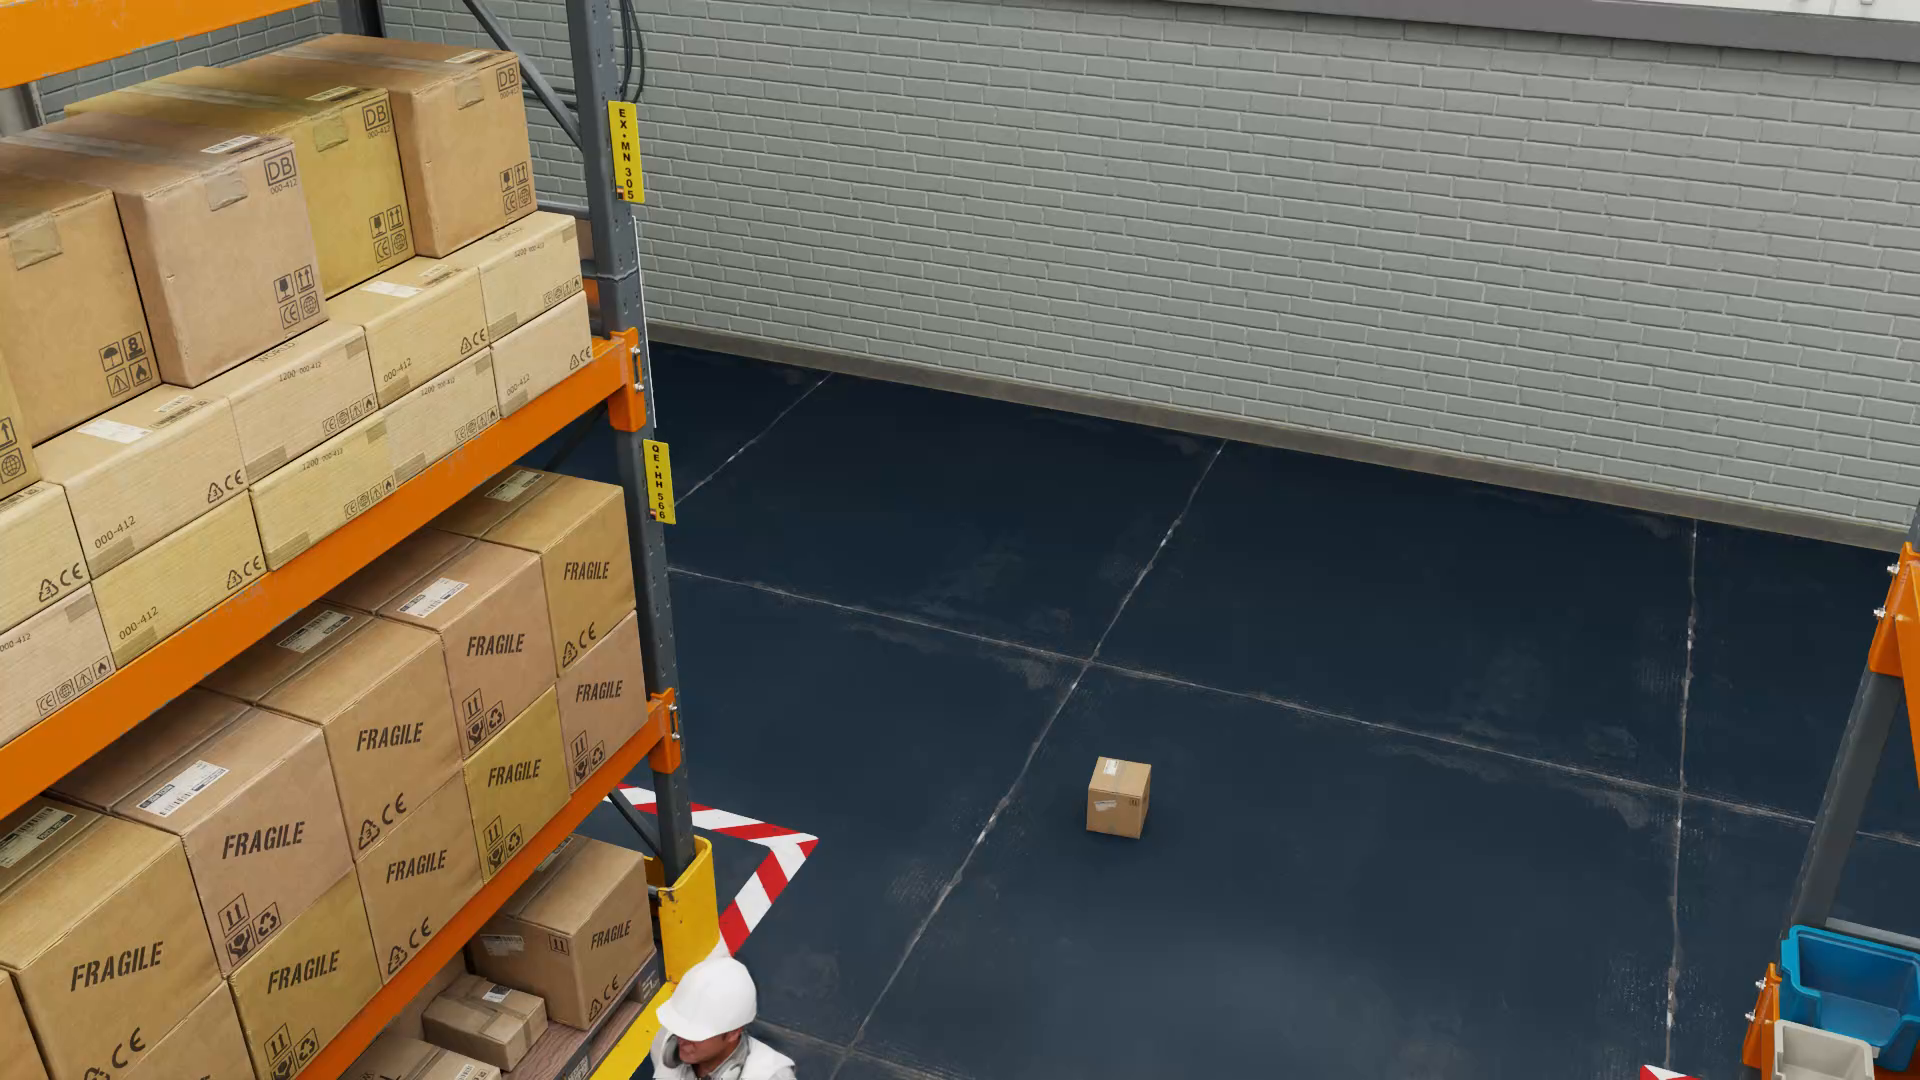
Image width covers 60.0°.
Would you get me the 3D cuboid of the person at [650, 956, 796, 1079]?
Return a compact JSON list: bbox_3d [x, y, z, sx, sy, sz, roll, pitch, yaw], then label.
[{"bbox_3d":[-0.728,1.973,4.847,0.552,1.720,0.995,13,32,22],"label":"person"}]
